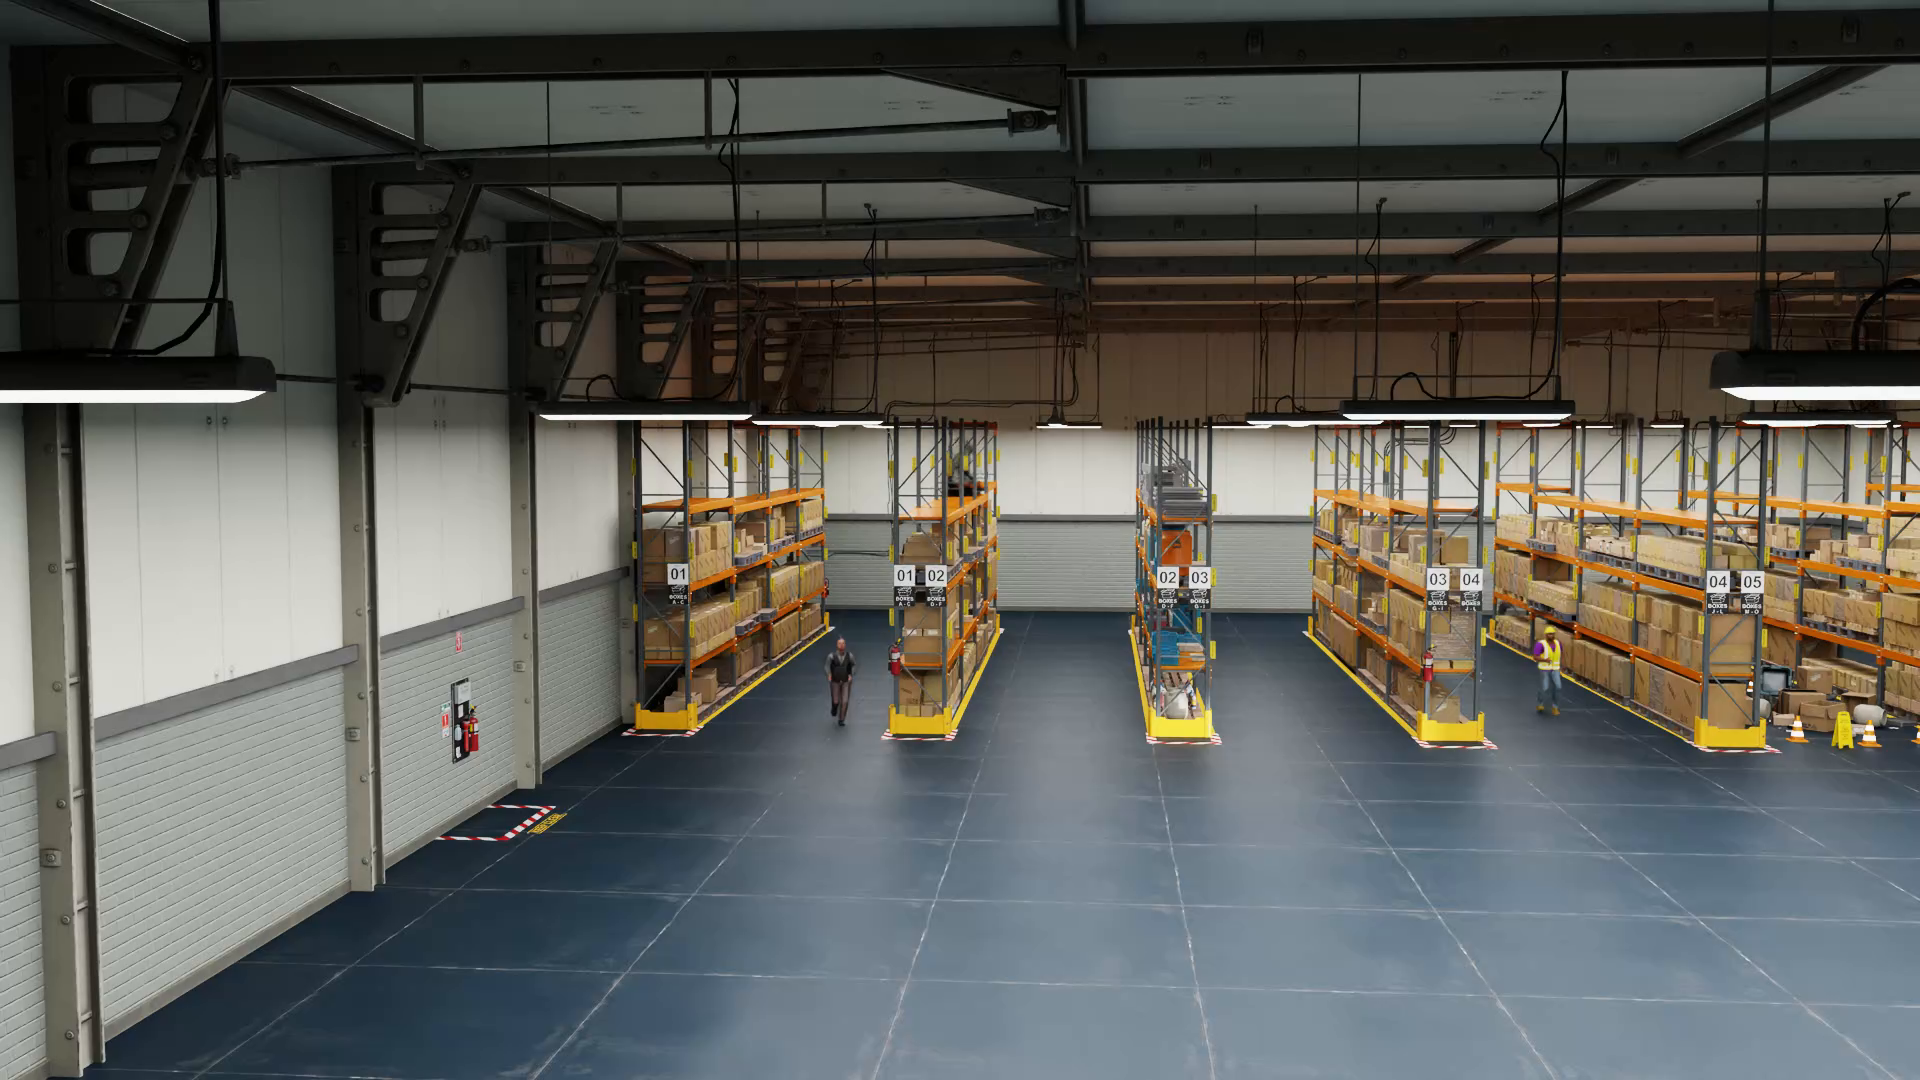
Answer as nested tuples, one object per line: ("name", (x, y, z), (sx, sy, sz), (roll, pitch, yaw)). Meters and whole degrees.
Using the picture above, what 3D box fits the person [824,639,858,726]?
("person", (-2.318, 2.772, 32.466), (0.653, 1.667, 0.647), (-1, 4, -8))

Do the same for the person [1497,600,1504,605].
("person", (15.593, 1.455, 47.538), (0.387, 0.816, 0.625), (3, 5, 36))

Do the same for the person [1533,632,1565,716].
("person", (11.922, 2.685, 33.605), (0.726, 1.802, 0.744), (0, 4, -4))
